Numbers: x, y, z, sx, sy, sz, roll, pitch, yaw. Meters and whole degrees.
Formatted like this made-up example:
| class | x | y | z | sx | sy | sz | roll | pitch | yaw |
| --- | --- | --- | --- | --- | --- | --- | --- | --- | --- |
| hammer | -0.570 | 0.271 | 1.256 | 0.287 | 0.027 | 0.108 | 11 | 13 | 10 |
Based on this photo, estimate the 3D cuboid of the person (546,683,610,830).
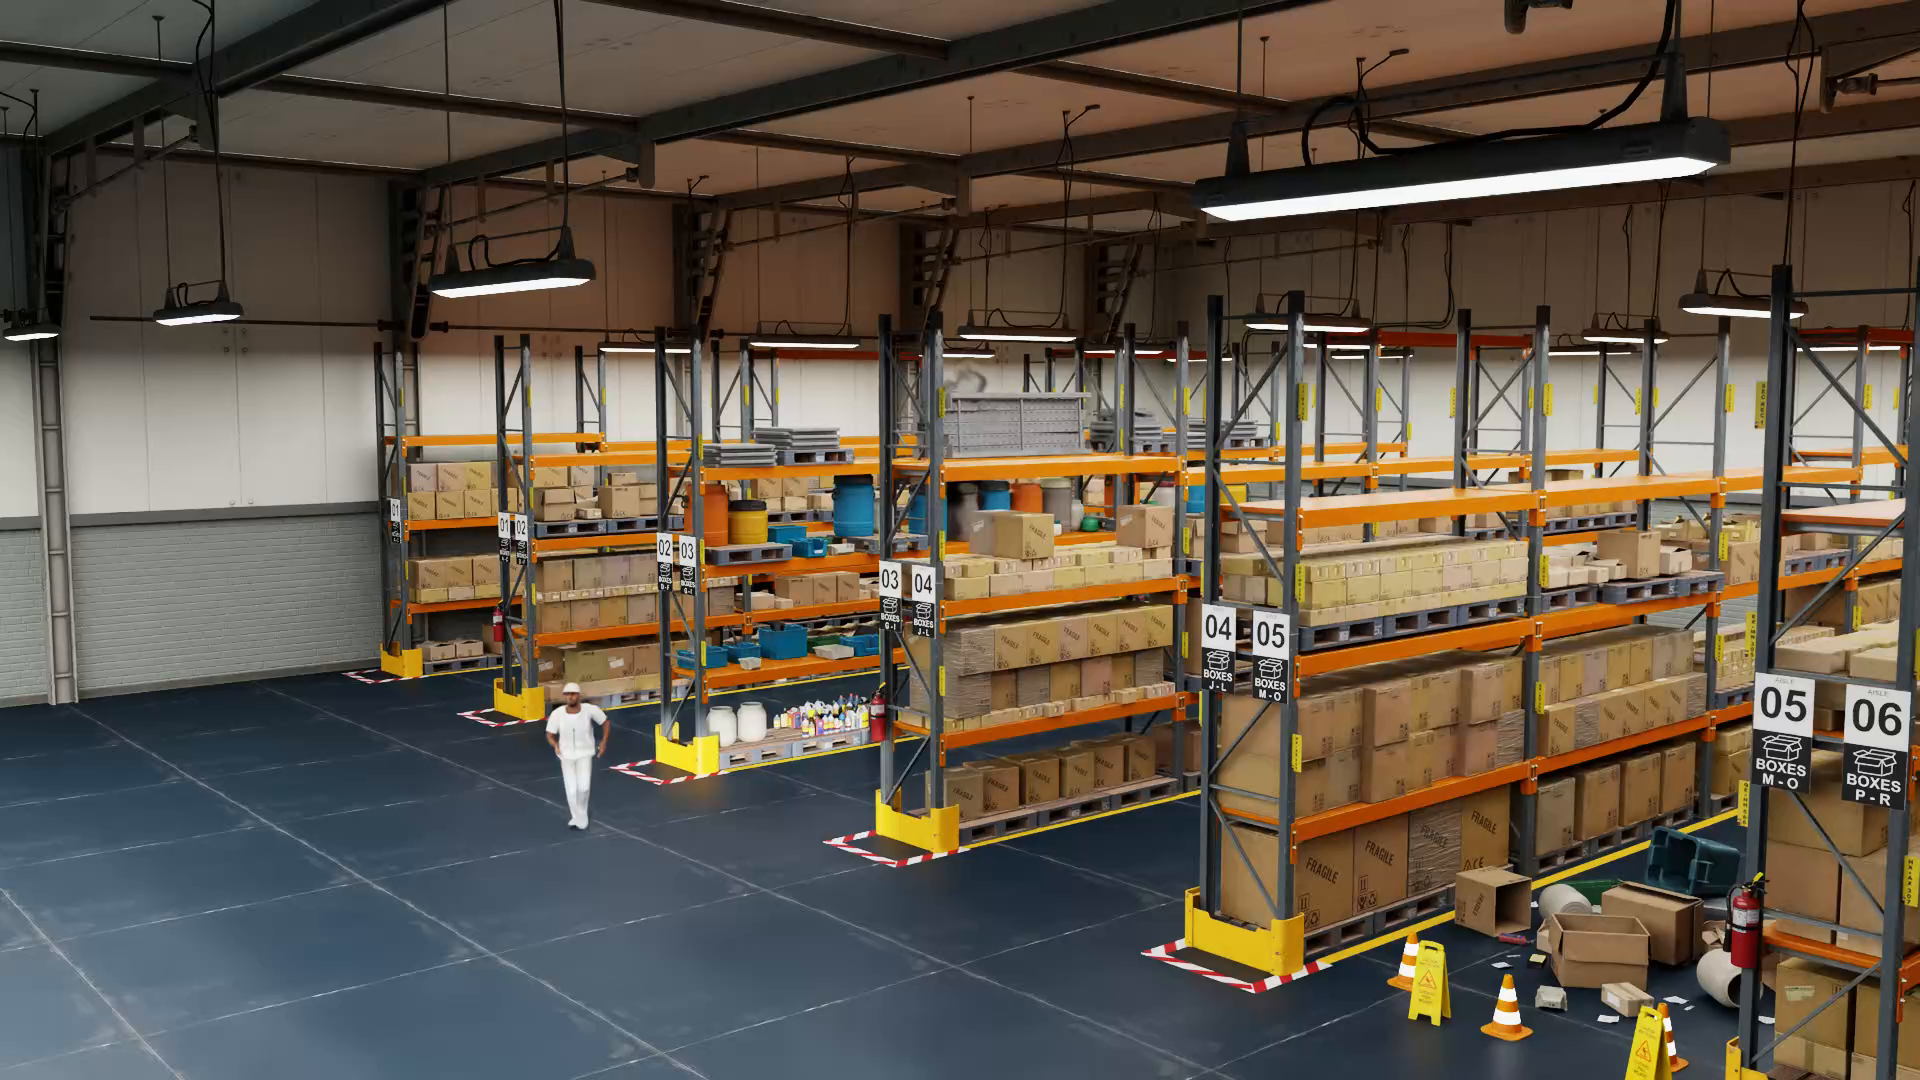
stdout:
| class | x | y | z | sx | sy | sz | roll | pitch | yaw |
| --- | --- | --- | --- | --- | --- | --- | --- | --- | --- |
| person | -4.485 | 2.530 | 19.454 | 0.712 | 1.729 | 0.639 | 0 | 5 | -4 |
